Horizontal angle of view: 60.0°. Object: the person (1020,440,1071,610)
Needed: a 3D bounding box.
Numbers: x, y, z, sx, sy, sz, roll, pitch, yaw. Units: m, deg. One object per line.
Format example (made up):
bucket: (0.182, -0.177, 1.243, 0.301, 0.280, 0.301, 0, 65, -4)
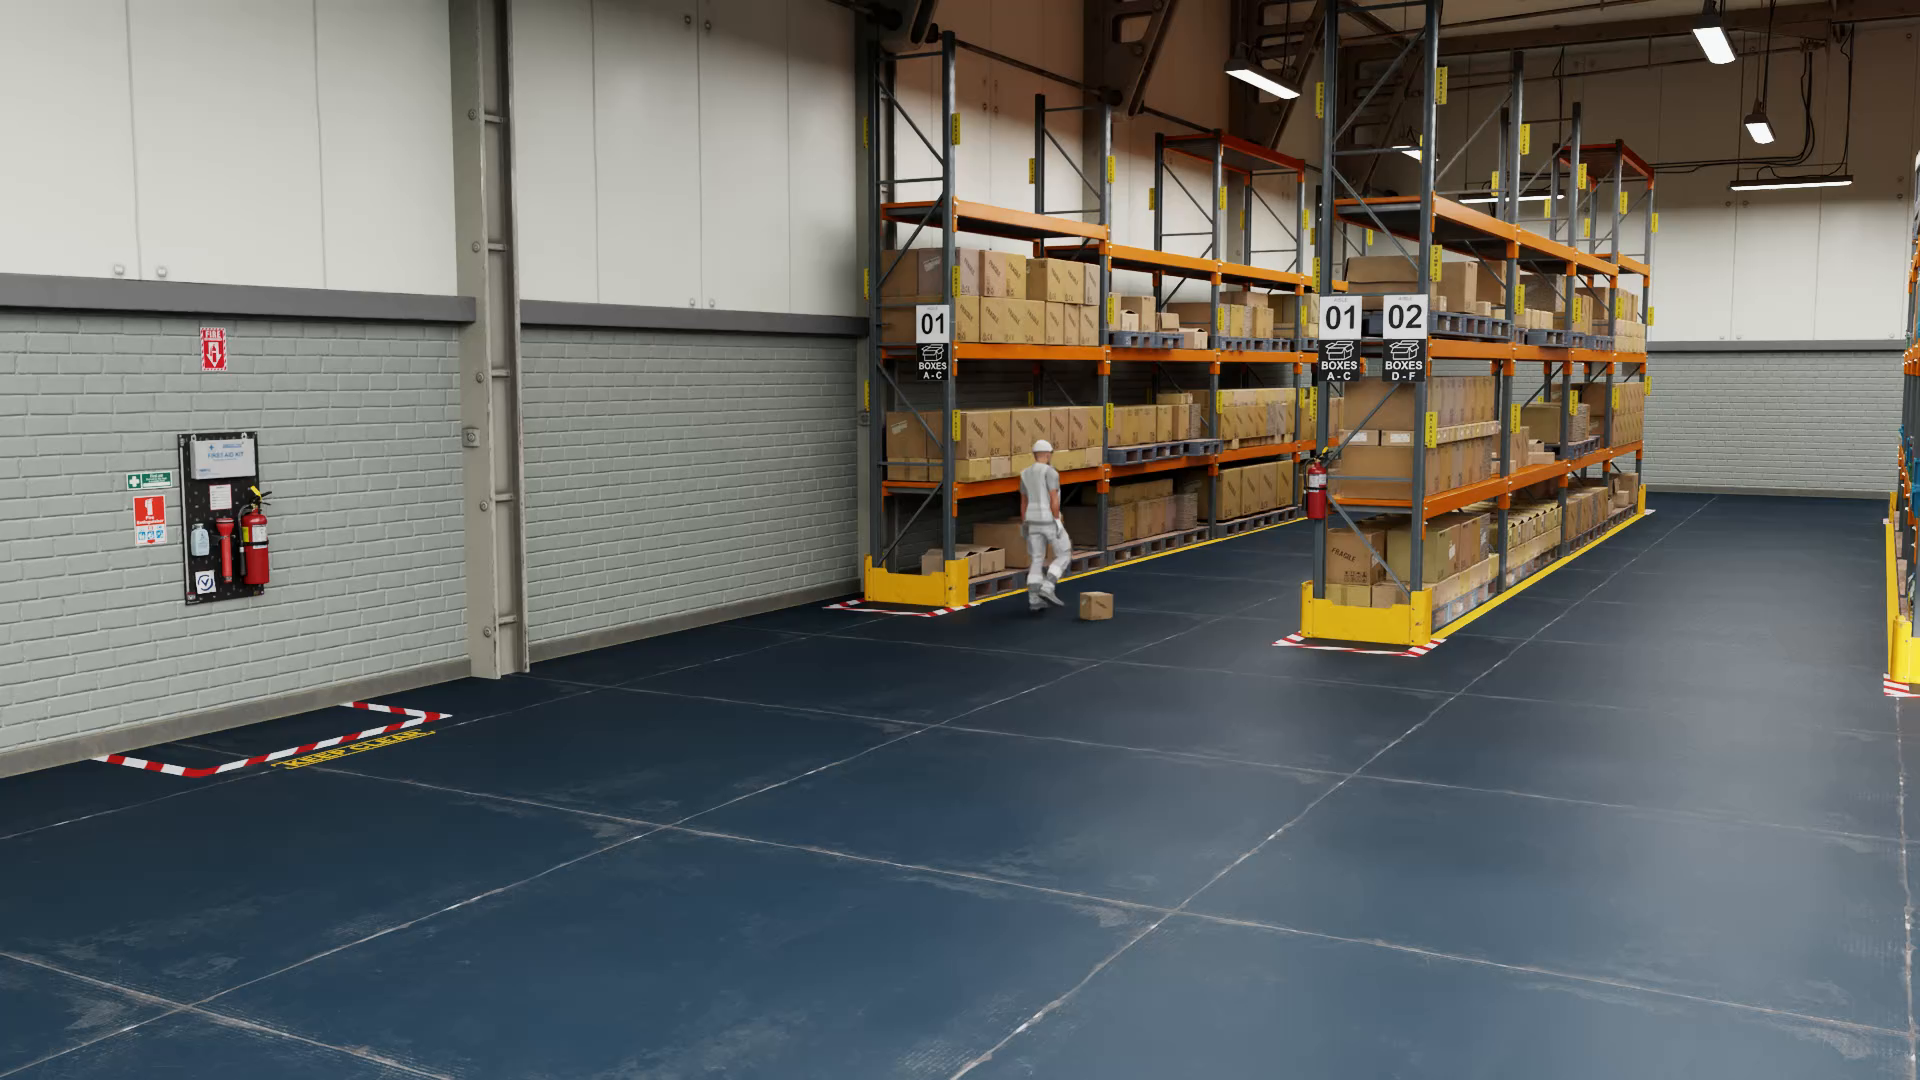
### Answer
person: (0.871, -0.163, 17.437, 0.660, 1.762, 0.514, 5, 8, 40)
